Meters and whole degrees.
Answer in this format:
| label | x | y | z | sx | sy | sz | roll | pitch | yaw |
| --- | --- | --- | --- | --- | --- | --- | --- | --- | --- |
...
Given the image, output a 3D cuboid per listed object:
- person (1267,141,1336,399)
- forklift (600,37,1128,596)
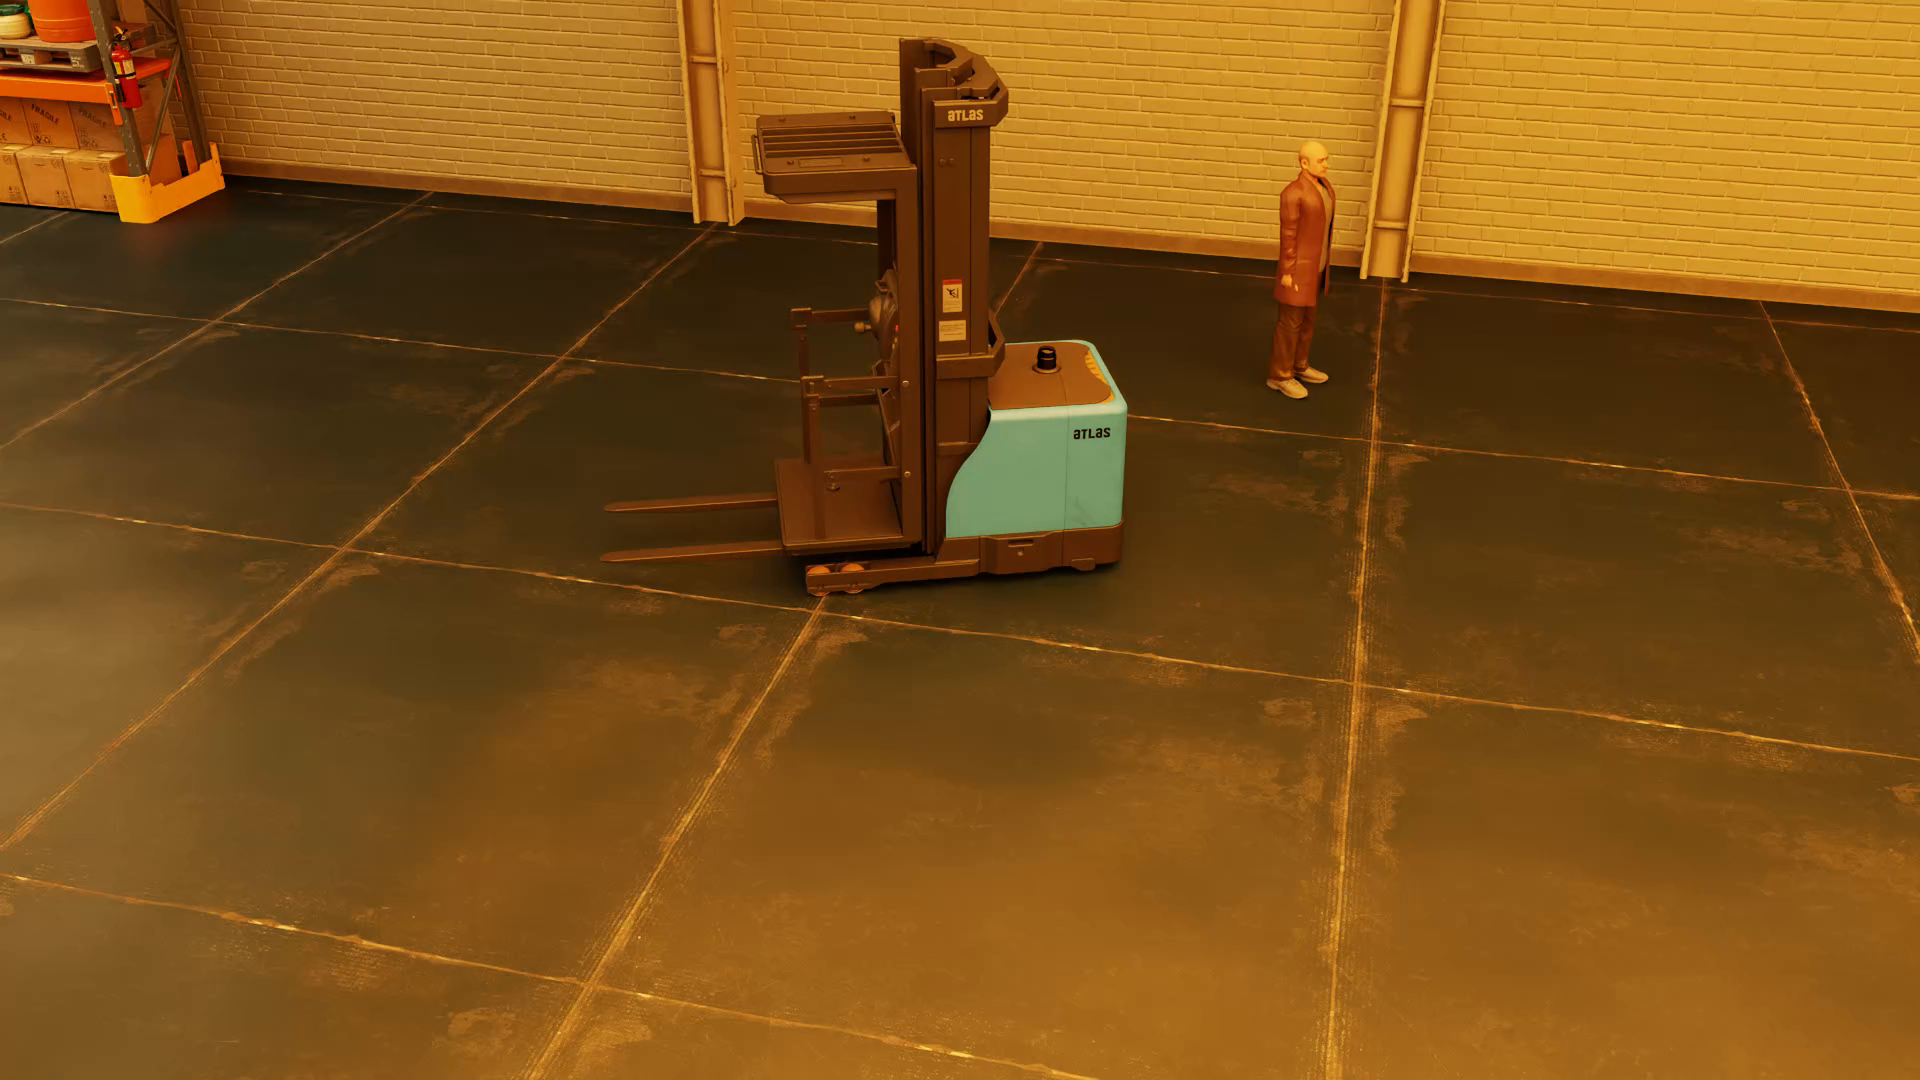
| label | x | y | z | sx | sy | sz | roll | pitch | yaw |
| --- | --- | --- | --- | --- | --- | --- | --- | --- | --- |
| person | 2.459 | -1.920 | 11.724 | 0.392 | 1.782 | 0.547 | 20 | 35 | 31 |
| forklift | -0.602 | -1.232 | 9.345 | 3.031 | 2.935 | 1.130 | -4 | 30 | -7 |
